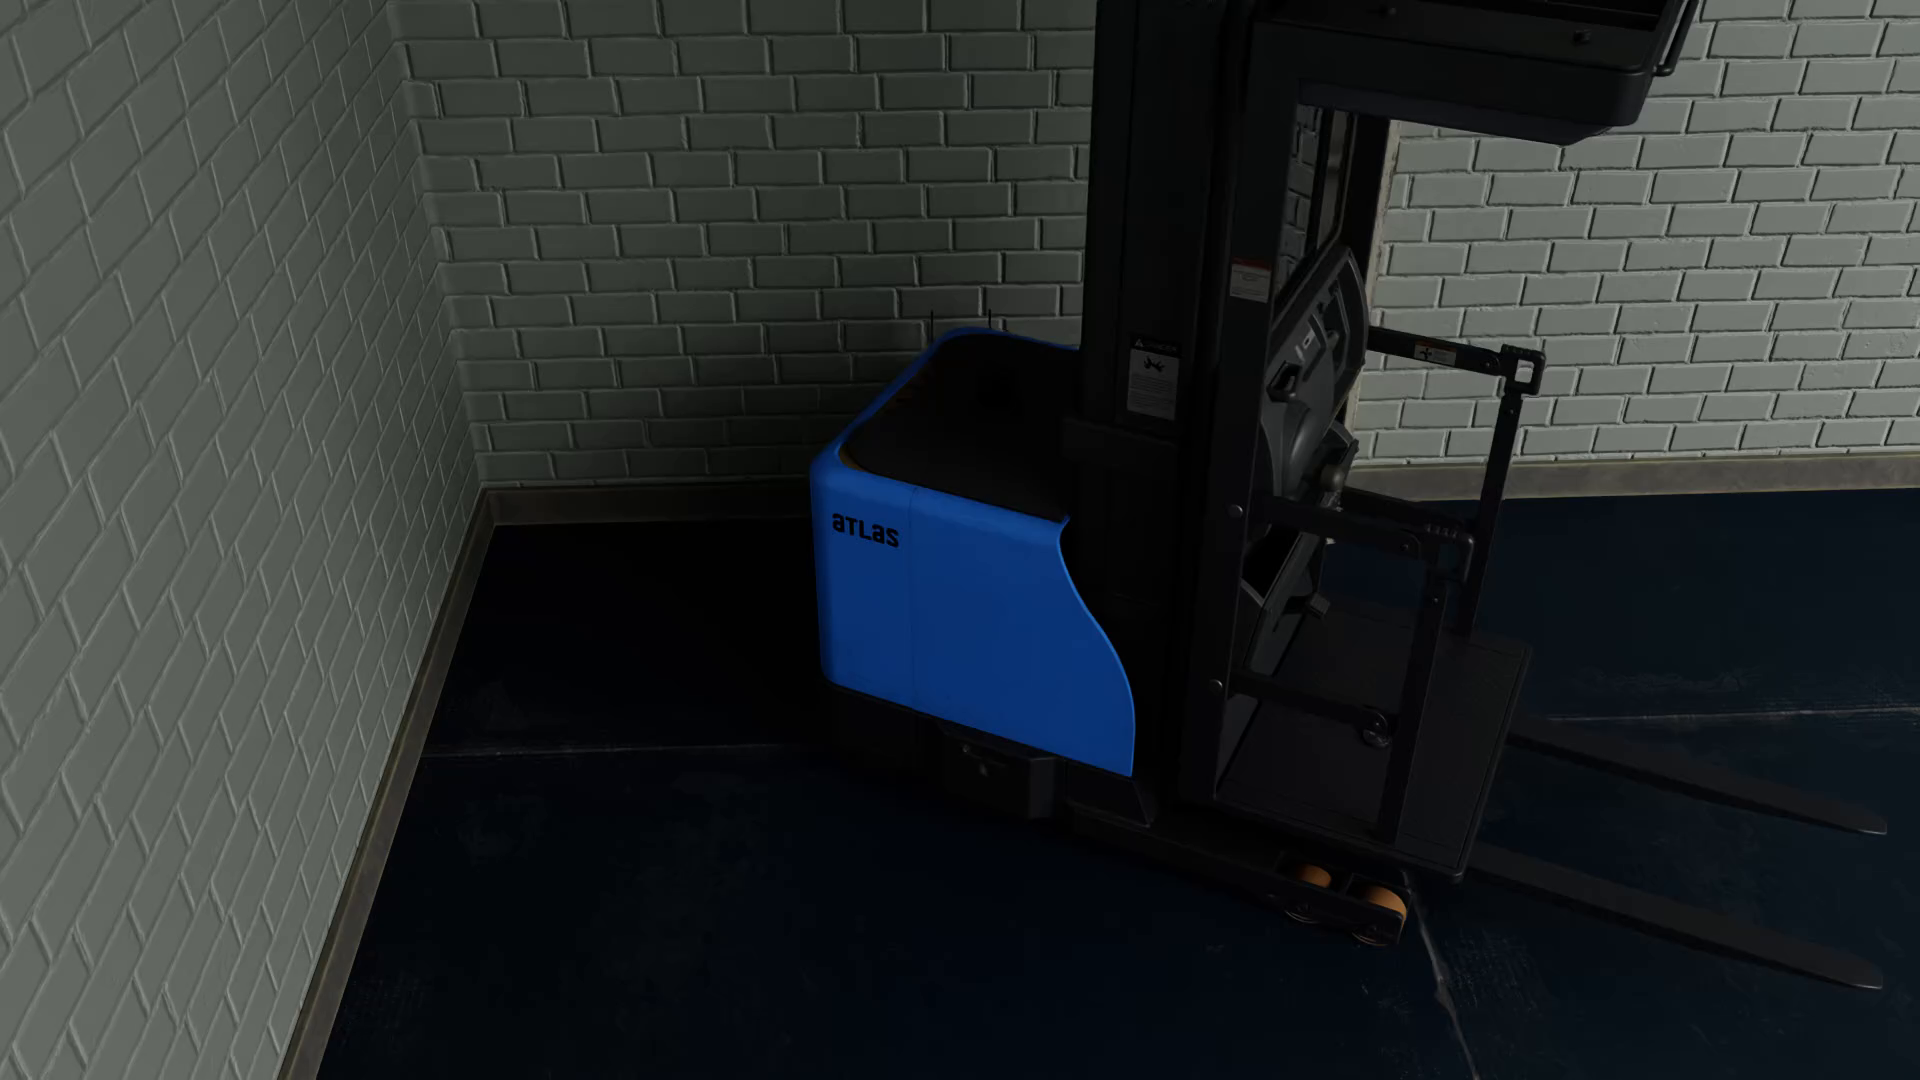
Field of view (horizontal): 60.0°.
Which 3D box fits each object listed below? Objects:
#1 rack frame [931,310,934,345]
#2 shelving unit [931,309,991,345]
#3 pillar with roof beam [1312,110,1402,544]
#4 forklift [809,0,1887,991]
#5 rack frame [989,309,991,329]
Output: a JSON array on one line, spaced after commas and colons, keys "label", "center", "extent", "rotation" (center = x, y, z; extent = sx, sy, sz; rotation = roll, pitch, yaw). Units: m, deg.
[{"label": "rack frame", "center": [-0.093, -0.367, 5.990], "extent": [0.006, 0.900, 0.240], "rotation": [-2, 35, -2]}, {"label": "shelving unit", "center": [0.008, -0.370, 5.994], "extent": [0.210, 0.900, 0.258], "rotation": [-2, 35, -2]}, {"label": "pillar with roof beam", "center": [1.408, -1.322, 0.253], "extent": [0.400, 9.000, 9.100], "rotation": [-2, 35, -2]}, {"label": "forklift", "center": [1.114, -0.425, 4.289], "extent": [3.031, 2.935, 1.130], "rotation": [15, 37, 21]}, {"label": "rack frame", "center": [0.110, -0.373, 5.998], "extent": [0.006, 0.900, 0.240], "rotation": [-2, 35, -2]}]
